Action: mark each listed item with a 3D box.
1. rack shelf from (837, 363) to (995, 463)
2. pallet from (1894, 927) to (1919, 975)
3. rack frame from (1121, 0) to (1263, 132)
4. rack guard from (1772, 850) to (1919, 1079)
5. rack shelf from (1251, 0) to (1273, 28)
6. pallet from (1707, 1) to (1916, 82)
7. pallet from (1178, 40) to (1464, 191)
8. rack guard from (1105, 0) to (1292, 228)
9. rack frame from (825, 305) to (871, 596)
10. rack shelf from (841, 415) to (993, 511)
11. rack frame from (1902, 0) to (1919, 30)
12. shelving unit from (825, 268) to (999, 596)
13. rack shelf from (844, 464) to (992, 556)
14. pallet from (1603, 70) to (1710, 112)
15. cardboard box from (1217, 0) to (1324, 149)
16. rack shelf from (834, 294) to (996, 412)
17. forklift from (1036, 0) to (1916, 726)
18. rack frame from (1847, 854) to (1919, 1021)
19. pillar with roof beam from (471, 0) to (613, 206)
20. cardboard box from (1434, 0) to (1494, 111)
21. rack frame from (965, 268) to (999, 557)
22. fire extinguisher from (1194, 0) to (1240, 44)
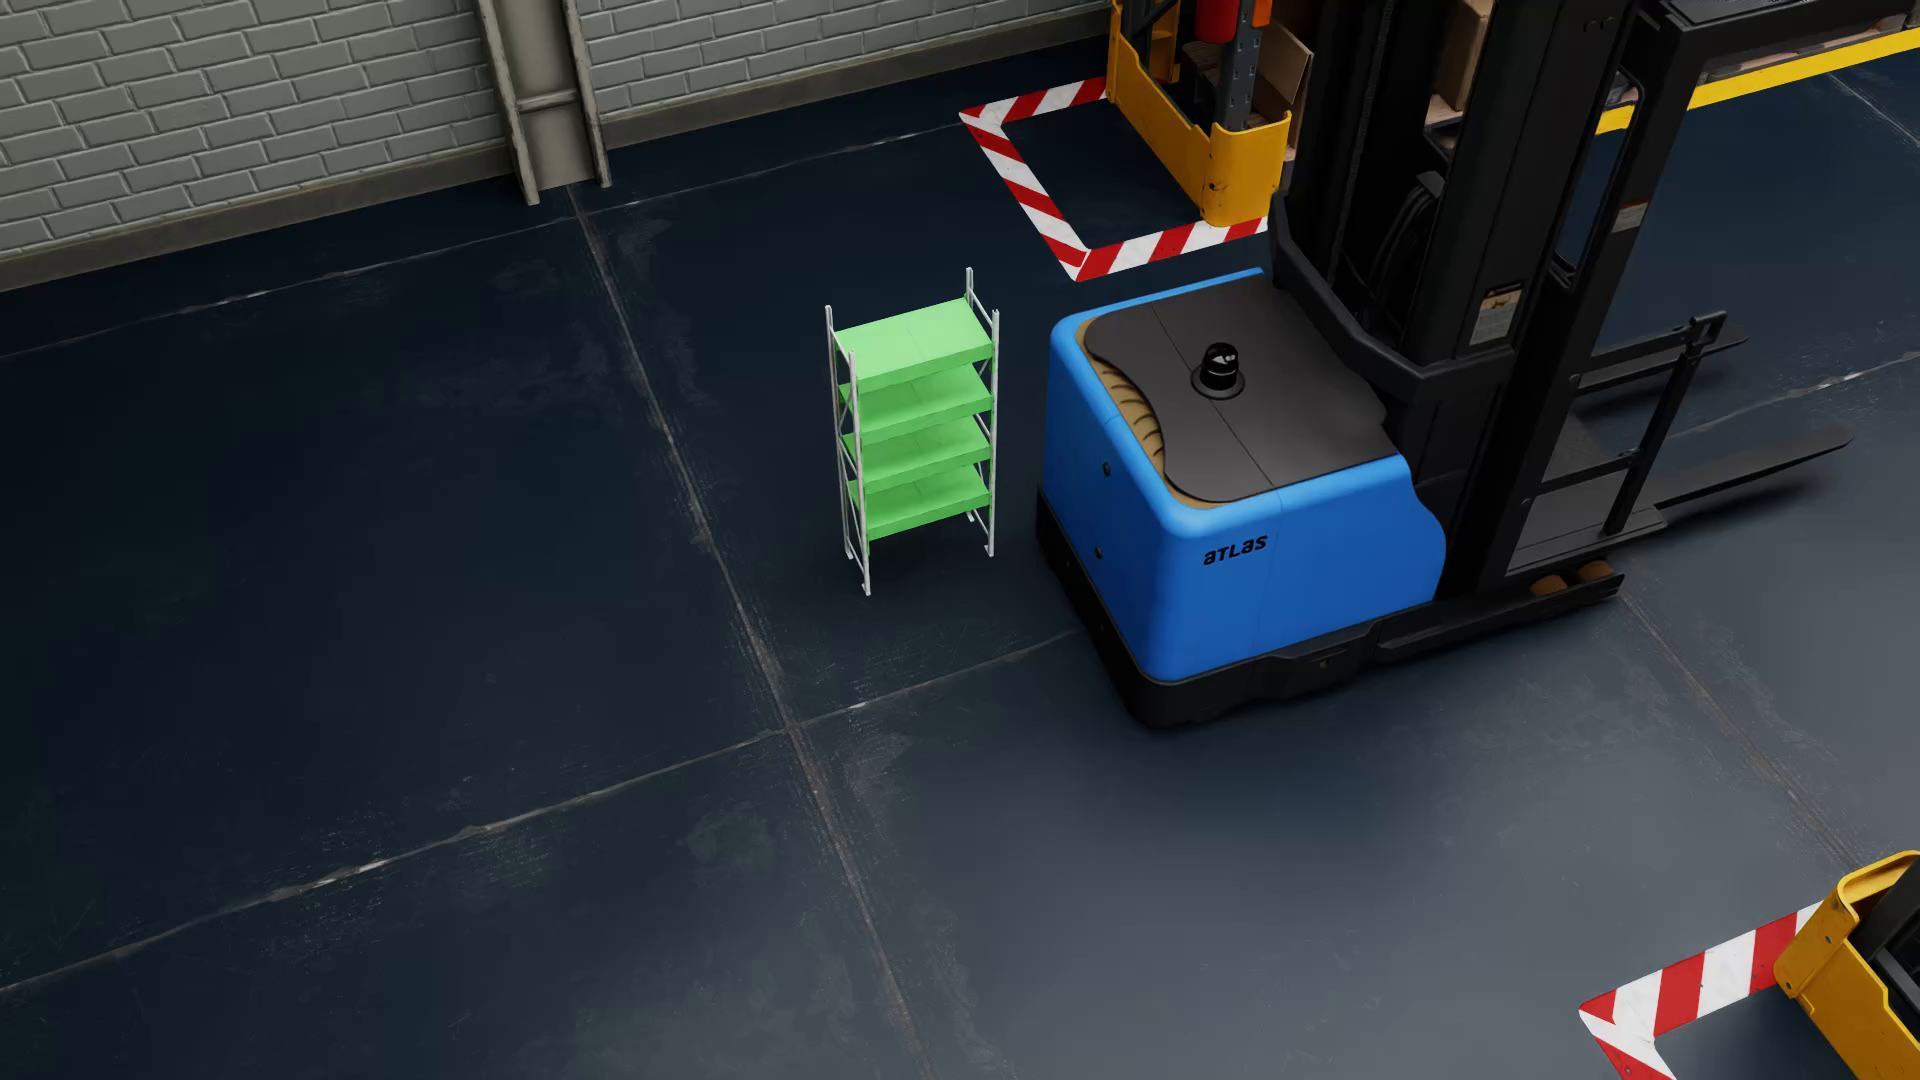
[{"bbox_3d":[-0.153,-0.458,5.620,0.480,0.148,0.258,-17,52,-14],"label":"rack shelf"},{"bbox_3d":[3.590,1.309,4.986,1.213,0.211,1.003,-17,52,-14],"label":"pallet"},{"bbox_3d":[0.999,-2.800,6.677,0.127,3.000,1.000,-17,52,-14],"label":"rack frame"},{"bbox_3d":[2.857,1.506,4.627,0.348,0.500,1.175,-17,52,-14],"label":"rack guard"},{"bbox_3d":[2.850,-3.139,7.443,4.000,0.370,1.077,-17,52,-14],"label":"rack shelf"},{"bbox_3d":[4.066,-2.842,8.552,1.213,0.211,1.003,-17,52,-14],"label":"pallet"},{"bbox_3d":[1.807,-2.142,7.951,1.213,0.211,1.003,-17,52,-14],"label":"pallet"},{"bbox_3d":[1.069,-2.007,7.644,0.348,0.500,1.175,-17,52,-14],"label":"rack guard"},{"bbox_3d":[-0.379,-0.273,5.694,0.015,1.200,0.240,-17,52,-14],"label":"rack frame"},{"bbox_3d":[-0.153,-0.302,5.802,0.480,0.148,0.258,-17,52,-14],"label":"rack shelf"},{"bbox_3d":[4.702,-3.947,7.663,0.127,3.000,1.000,-17,52,-14],"label":"rack frame"},{"bbox_3d":[-0.153,-0.343,5.754,0.503,1.200,0.258,-17,52,-14],"label":"shelving unit"},{"bbox_3d":[-0.153,-0.145,5.985,0.480,0.148,0.258,-17,52,-14],"label":"rack shelf"},{"bbox_3d":[2.934,-2.489,8.249,1.213,0.211,1.003,-17,52,-14],"label":"pallet"},{"bbox_3d":[1.601,-2.232,7.558,0.637,0.503,0.797,-19,52,-16],"label":"cardboard box"},{"bbox_3d":[-0.153,-0.614,5.438,0.480,0.148,0.258,-17,52,-14],"label":"rack shelf"},{"bbox_3d":[1.853,-1.032,5.204,3.031,2.935,1.130,-16,51,-13],"label":"forklift"},{"bbox_3d":[2.879,0.685,3.684,0.127,3.000,1.000,-17,52,-14],"label":"rack frame"},{"bbox_3d":[-0.210,-1.590,1.684,0.400,9.000,9.100,-17,52,-14],"label":"pillar with roof beam"},{"bbox_3d":[2.407,-2.449,7.747,0.500,0.500,0.700,-15,51,-13],"label":"cardboard box"},{"bbox_3d":[0.073,-0.413,5.814,0.015,1.200,0.240,-17,52,-14],"label":"rack frame"},{"bbox_3d":[1.037,-2.286,6.533,0.183,0.674,0.296,-17,52,-14],"label":"fire extinguisher"}]
